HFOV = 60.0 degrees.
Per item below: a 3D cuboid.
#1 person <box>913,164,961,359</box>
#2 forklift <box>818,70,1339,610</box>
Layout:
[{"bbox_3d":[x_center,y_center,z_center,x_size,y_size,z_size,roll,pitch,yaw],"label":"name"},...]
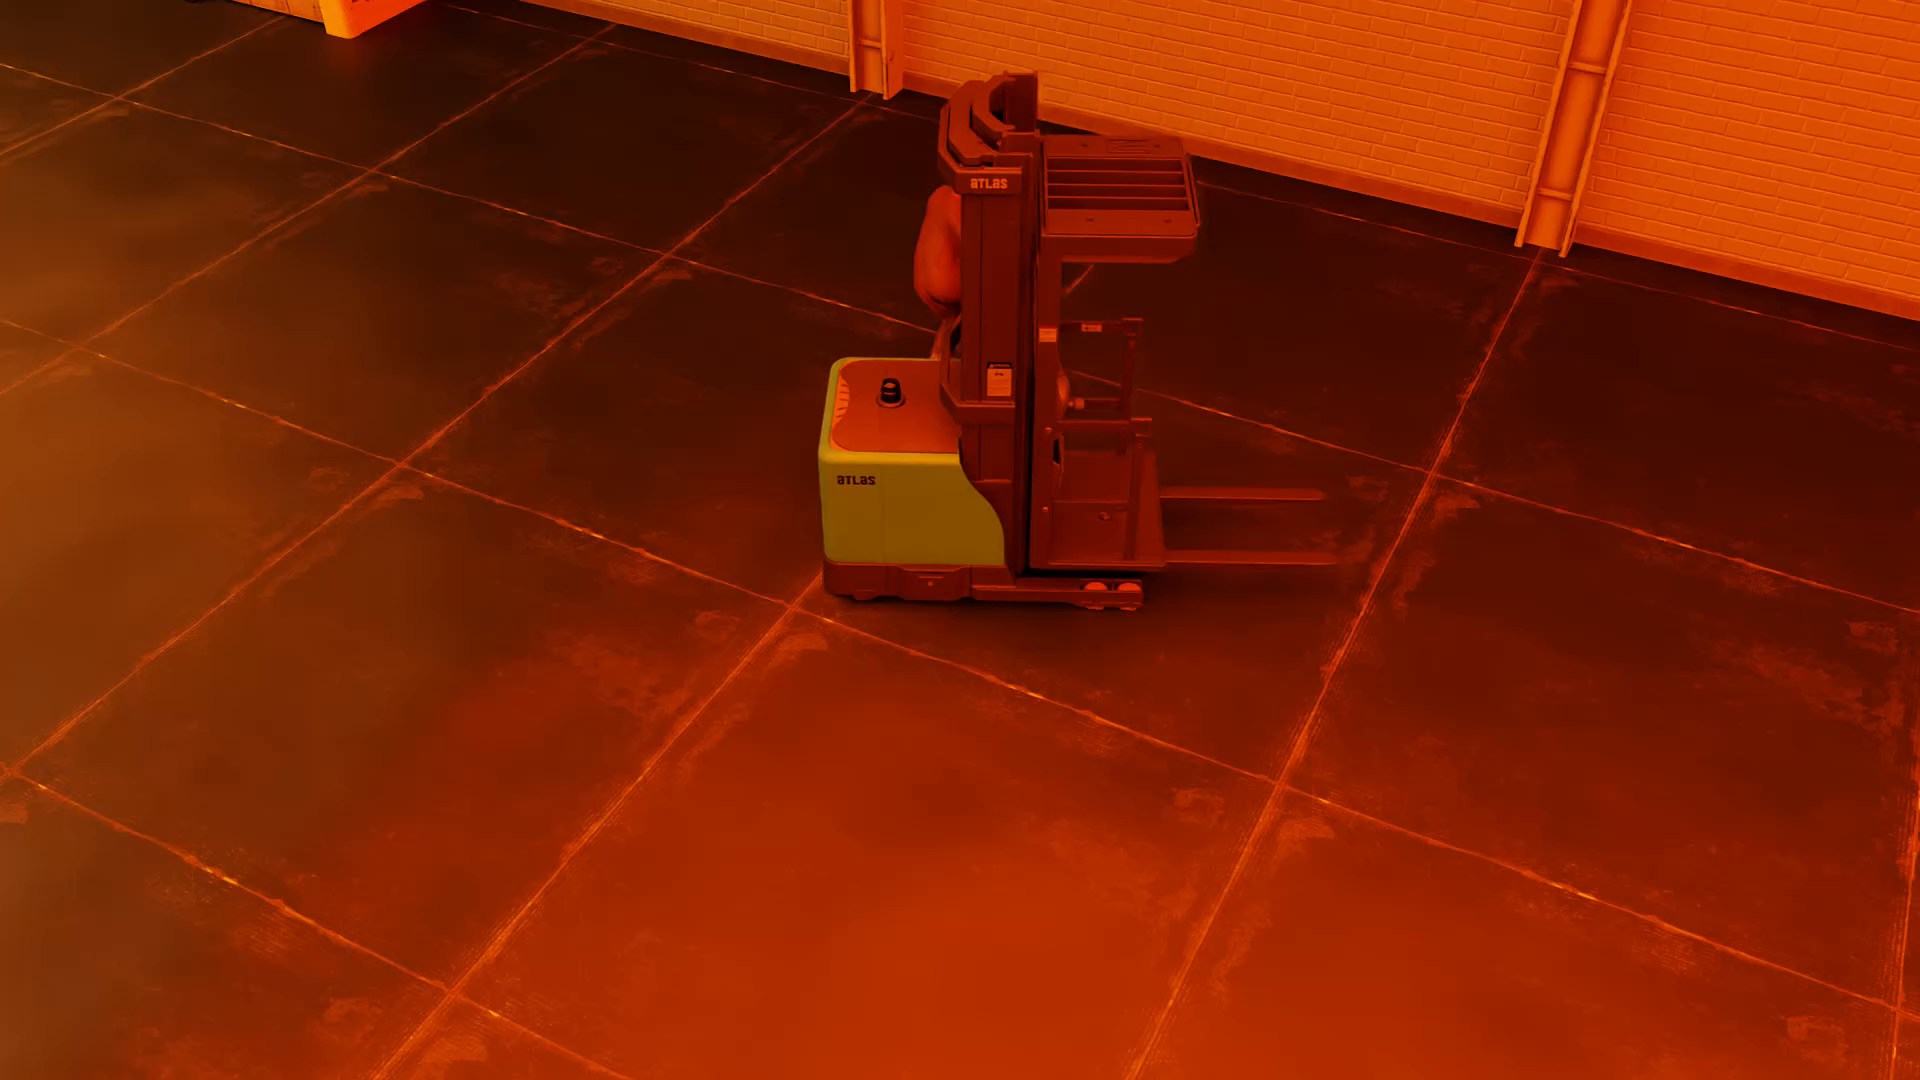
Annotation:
[{"bbox_3d":[0.165,-1.868,11.334,0.875,1.517,1.185,32,50,32],"label":"person"},{"bbox_3d":[0.722,-1.057,9.242,3.031,2.935,1.130,1,40,1],"label":"forklift"}]
